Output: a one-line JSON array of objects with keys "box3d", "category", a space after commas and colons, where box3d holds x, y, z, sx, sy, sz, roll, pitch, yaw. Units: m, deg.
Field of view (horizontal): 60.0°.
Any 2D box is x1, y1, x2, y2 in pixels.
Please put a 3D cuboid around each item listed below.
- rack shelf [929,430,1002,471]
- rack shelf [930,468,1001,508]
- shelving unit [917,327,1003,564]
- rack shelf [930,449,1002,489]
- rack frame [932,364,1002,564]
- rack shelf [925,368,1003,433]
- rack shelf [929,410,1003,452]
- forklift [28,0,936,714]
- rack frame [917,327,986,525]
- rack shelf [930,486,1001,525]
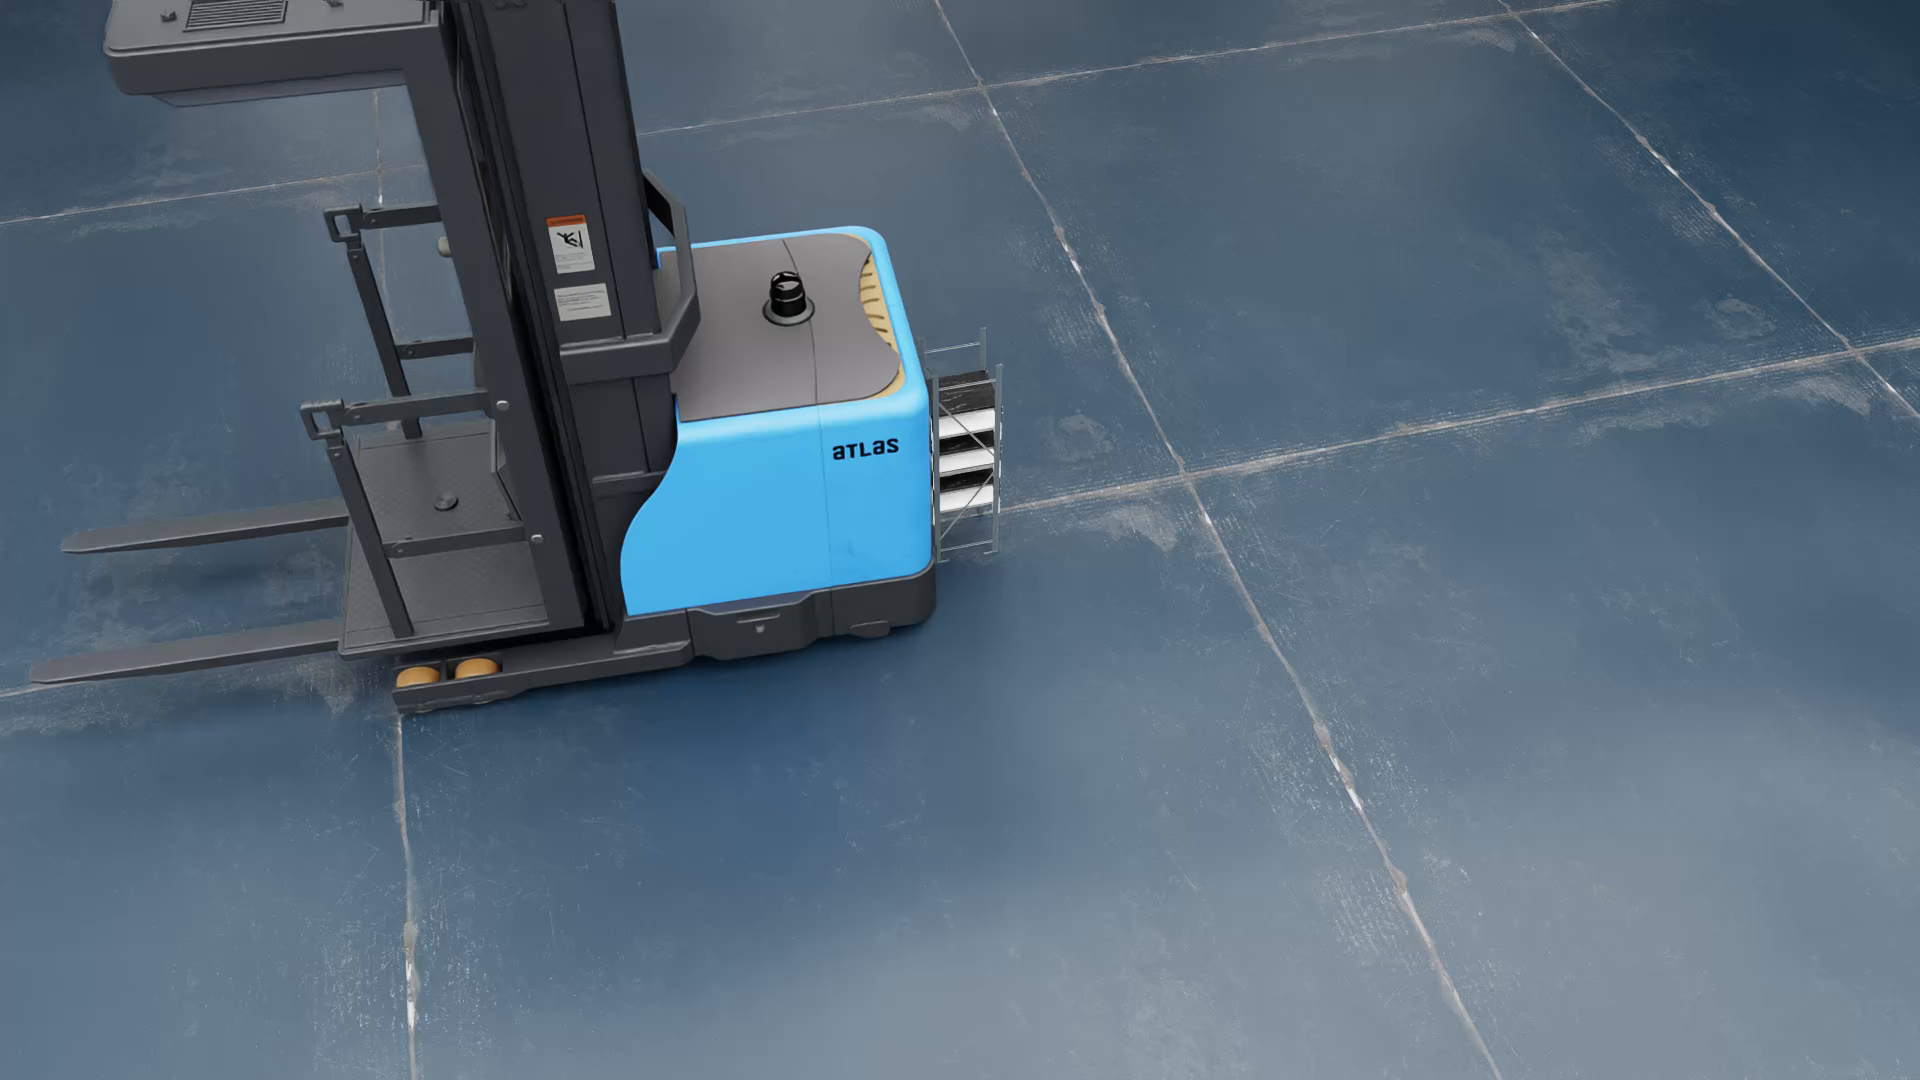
[{"box3d": [-0.002, -0.360, 5.894, 0.258, 0.077, 0.200, -11, 47, -10], "category": "rack shelf"}, {"box3d": [-0.002, -0.234, 6.022, 0.258, 0.077, 0.200, -11, 47, -10], "category": "rack shelf"}, {"box3d": [-0.002, -0.321, 5.934, 0.258, 0.900, 0.210, -11, 47, -10], "category": "shelving unit"}, {"box3d": [-0.002, -0.297, 5.958, 0.258, 0.077, 0.200, -11, 47, -10], "category": "rack shelf"}, {"box3d": [0.024, -0.250, 5.865, 0.240, 0.900, 0.006, -11, 47, -10], "category": "rack frame"}, {"box3d": [-0.002, -0.486, 5.765, 0.258, 0.077, 0.200, -11, 47, -10], "category": "rack shelf"}, {"box3d": [-0.002, -0.423, 5.829, 0.258, 0.077, 0.200, -11, 47, -10], "category": "rack shelf"}, {"box3d": [-1.655, -0.850, 5.030, 3.031, 2.935, 1.130, -8, 46, -8], "category": "forklift"}, {"box3d": [-0.028, -0.391, 6.003, 0.240, 0.900, 0.006, -11, 47, -10], "category": "rack frame"}, {"box3d": [-0.002, -0.171, 6.086, 0.258, 0.077, 0.200, -11, 47, -10], "category": "rack shelf"}]
